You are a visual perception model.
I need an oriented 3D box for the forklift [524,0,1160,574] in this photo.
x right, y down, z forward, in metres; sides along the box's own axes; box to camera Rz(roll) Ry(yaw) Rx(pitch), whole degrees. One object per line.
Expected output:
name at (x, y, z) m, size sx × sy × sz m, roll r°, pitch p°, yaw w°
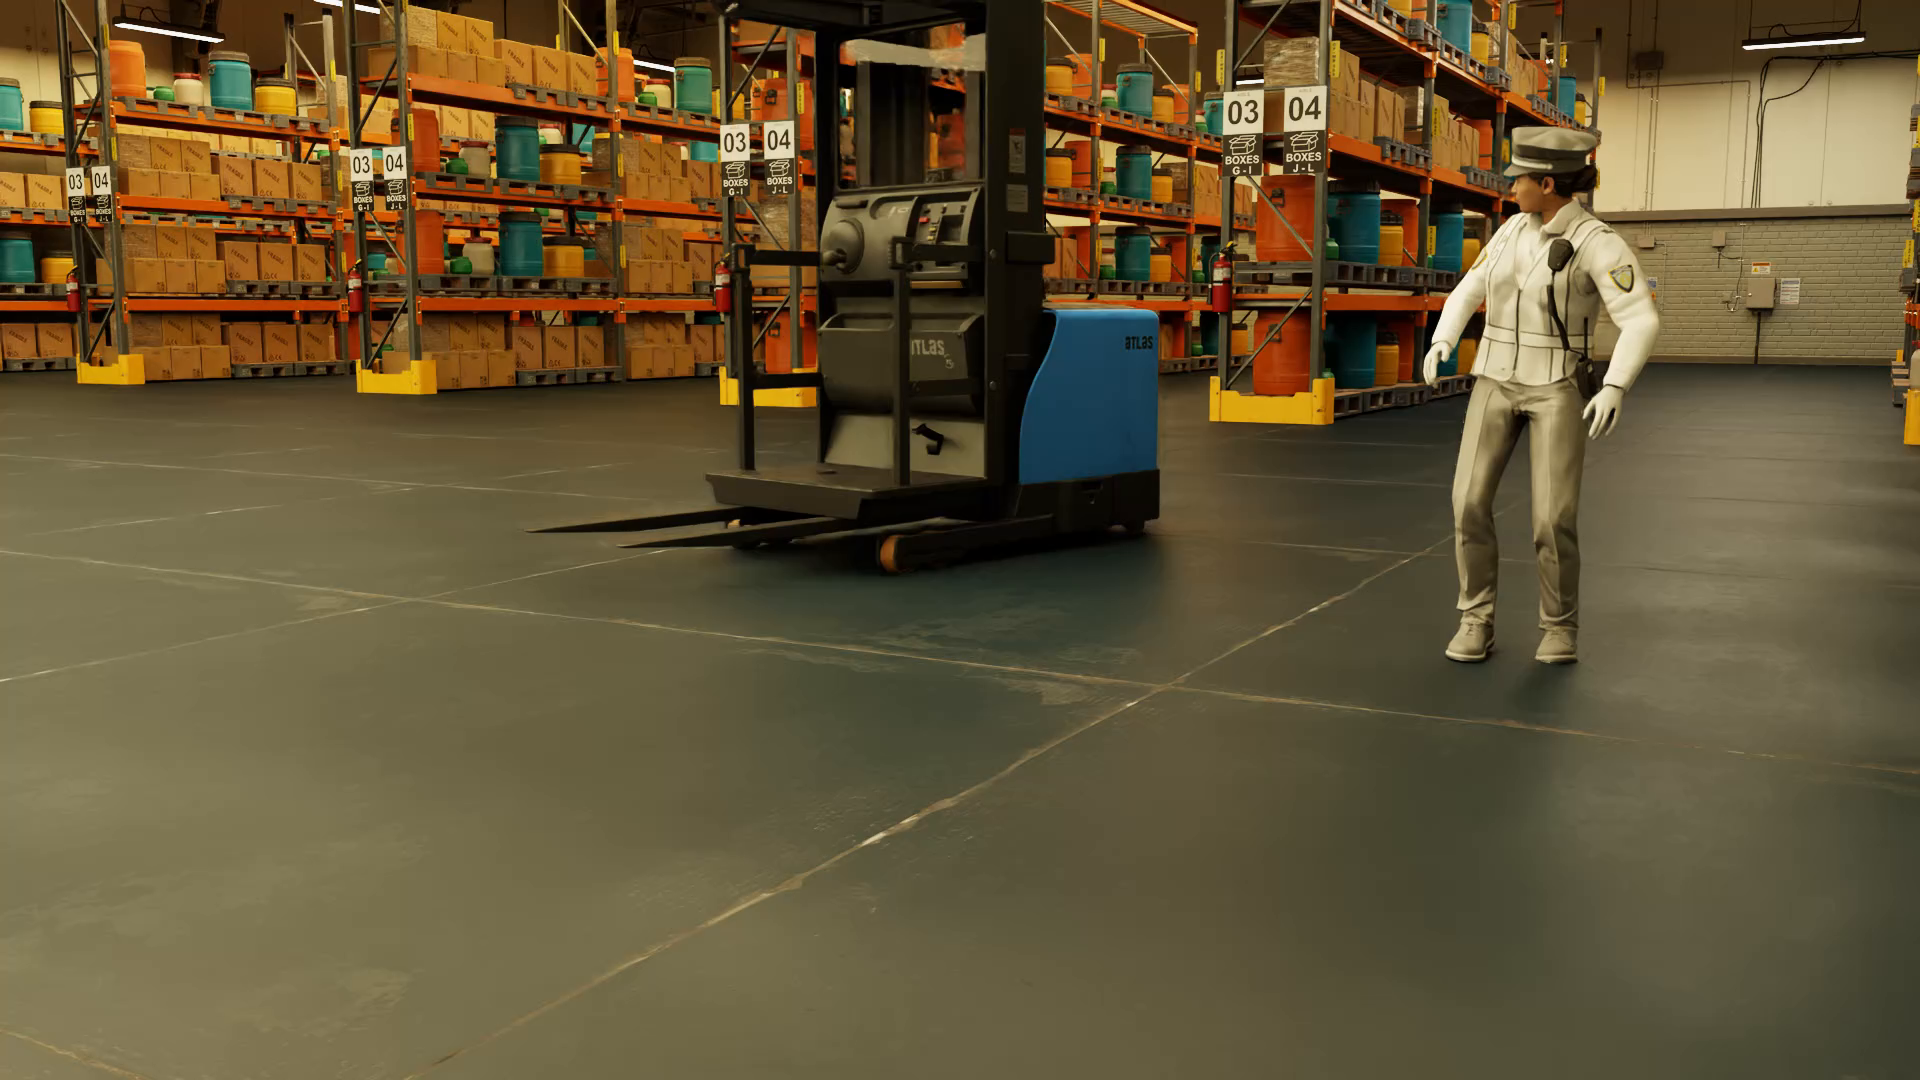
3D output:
forklift at (-0.414, -1.389, 7.160) m, size 1.130 × 2.935 × 3.031 m, roll 7°, pitch 11°, yaw 43°

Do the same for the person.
person at (1.765, -0.435, 5.091) m, size 0.712 × 1.632 × 0.481 m, roll 7°, pitch 11°, yaw 42°
